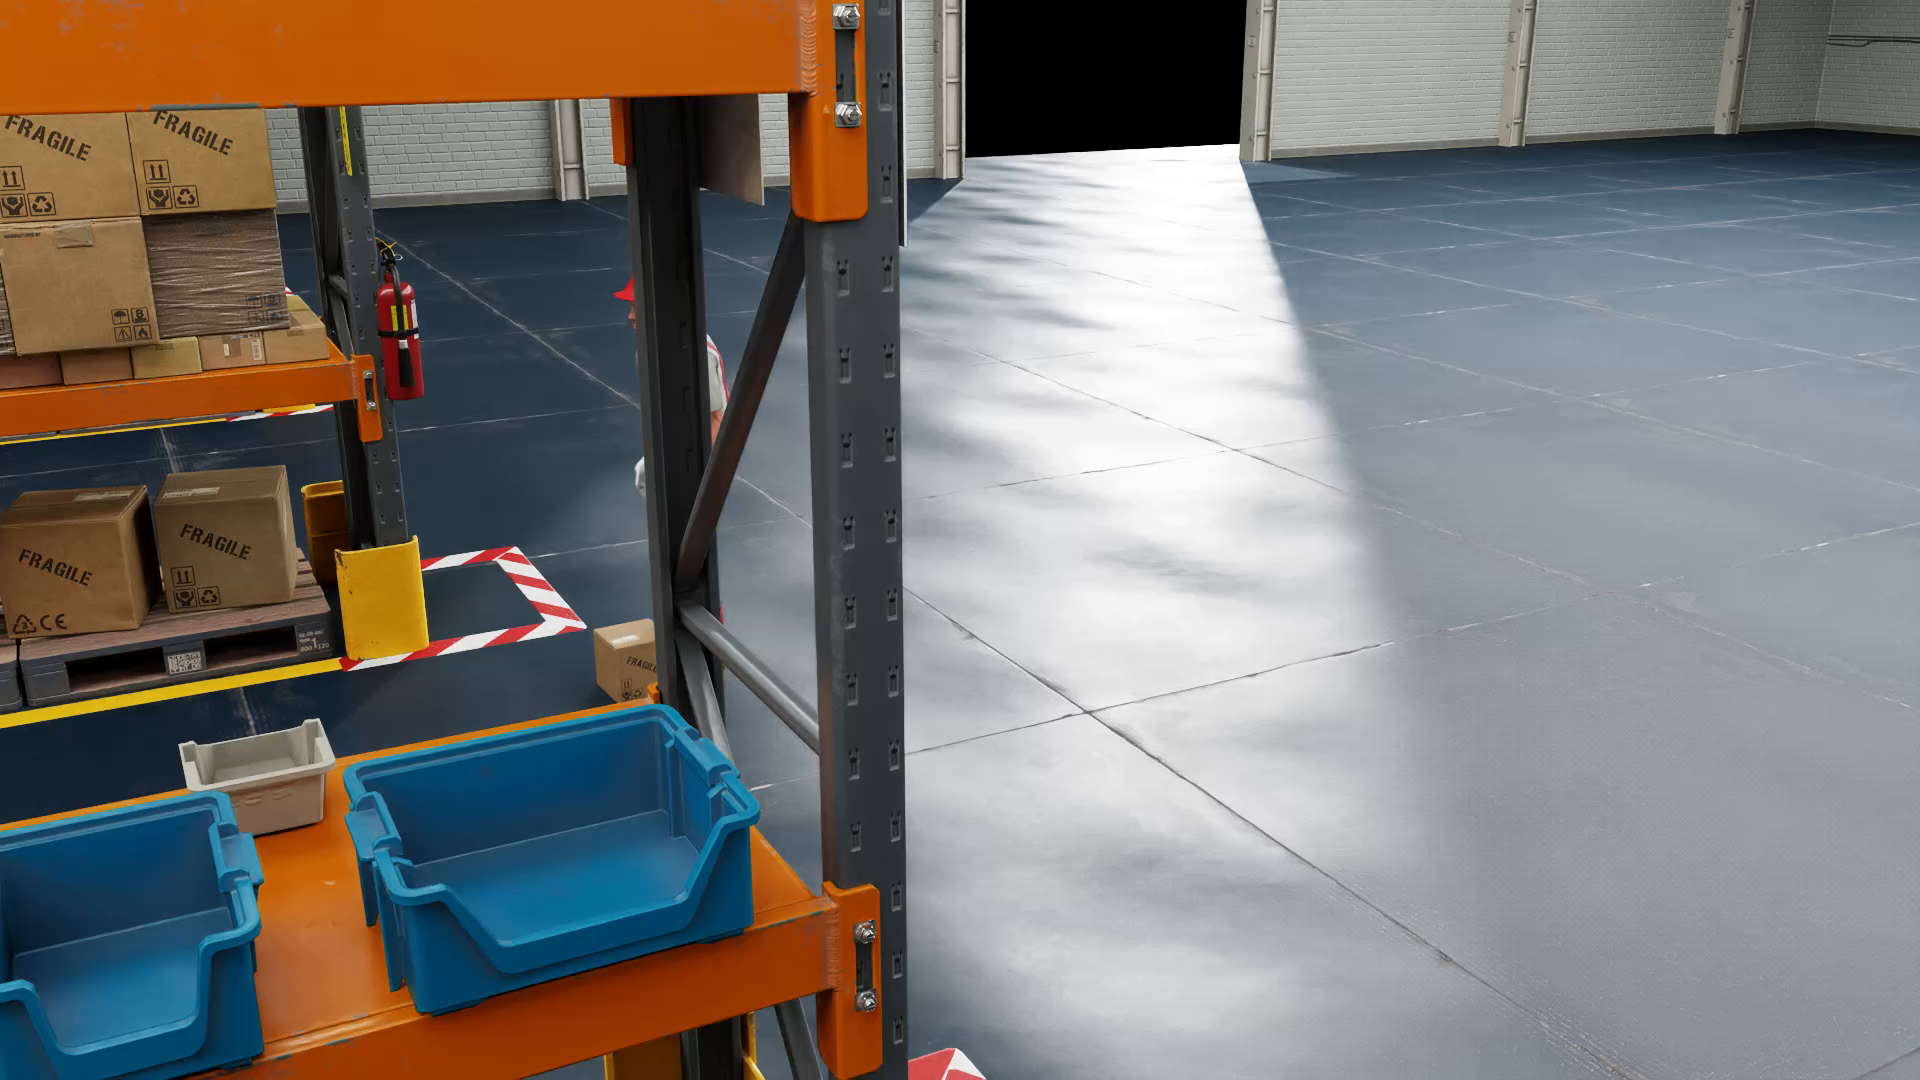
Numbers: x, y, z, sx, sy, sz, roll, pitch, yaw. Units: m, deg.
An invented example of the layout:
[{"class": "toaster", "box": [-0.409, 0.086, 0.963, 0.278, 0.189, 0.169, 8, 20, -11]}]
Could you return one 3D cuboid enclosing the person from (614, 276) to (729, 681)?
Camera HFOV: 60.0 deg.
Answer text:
[{"class": "person", "box": [-1.154, -0.249, 6.790, 0.451, 1.779, 0.618, -11, 21, -30]}]
